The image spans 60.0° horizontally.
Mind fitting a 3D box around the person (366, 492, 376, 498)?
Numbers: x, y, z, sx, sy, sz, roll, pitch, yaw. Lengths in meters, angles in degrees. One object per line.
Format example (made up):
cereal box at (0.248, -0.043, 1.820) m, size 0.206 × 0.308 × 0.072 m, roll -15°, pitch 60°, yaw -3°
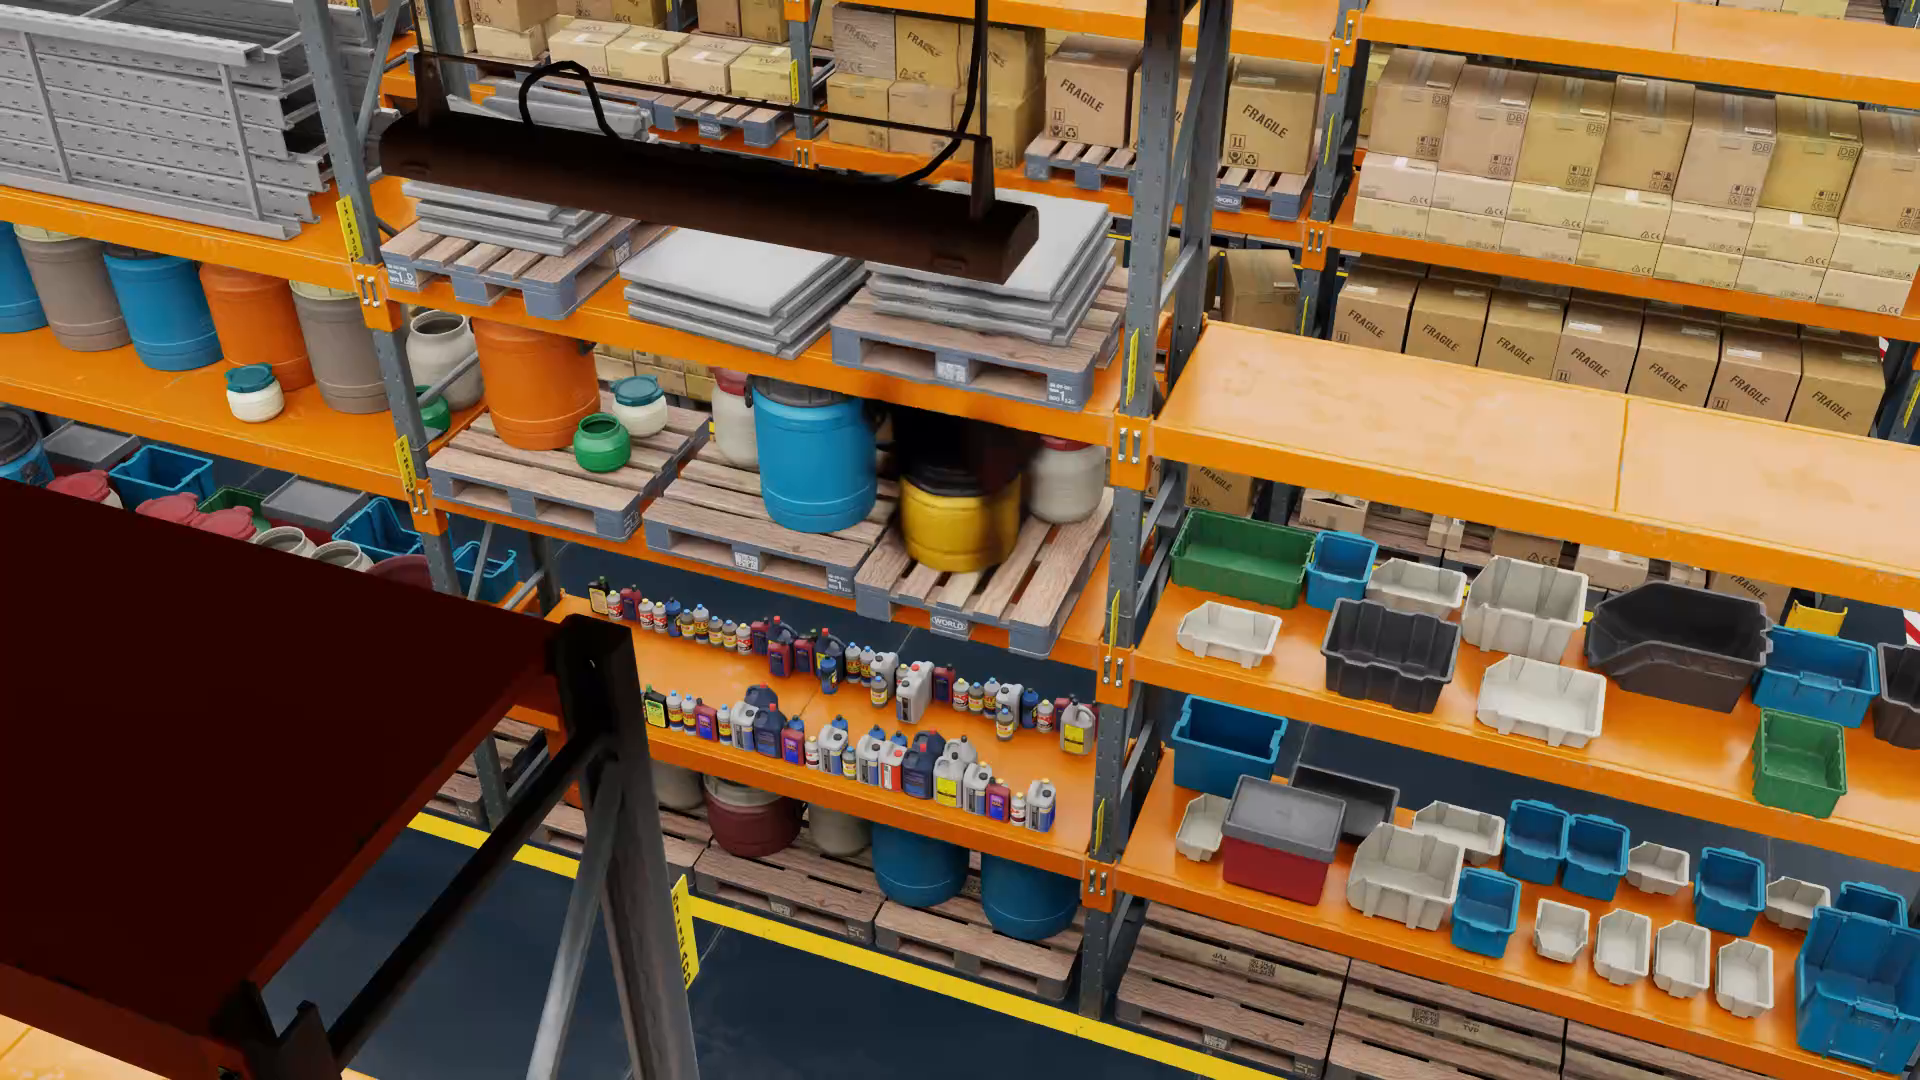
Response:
person at (-4.854, -1.057, 13.361) m, size 0.770 × 1.765 × 0.738 m, roll 6°, pitch 37°, yaw 8°
